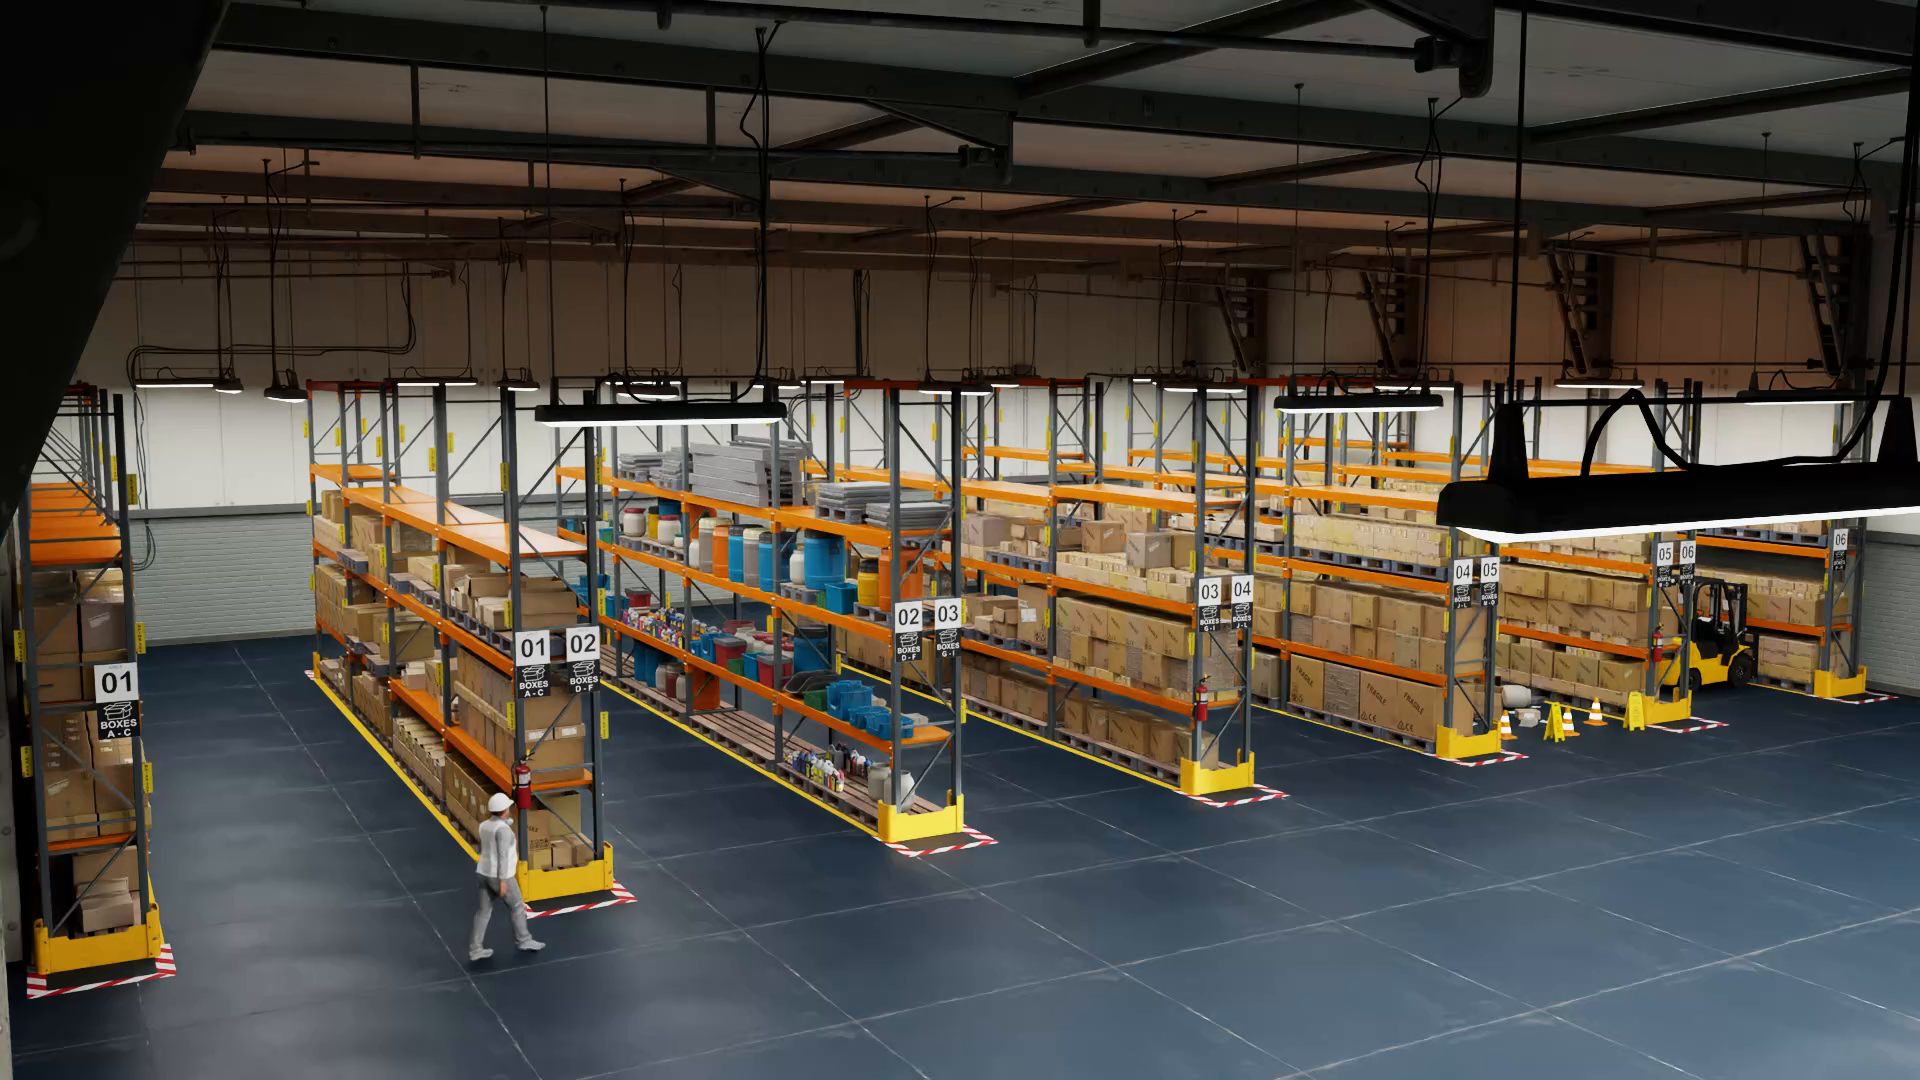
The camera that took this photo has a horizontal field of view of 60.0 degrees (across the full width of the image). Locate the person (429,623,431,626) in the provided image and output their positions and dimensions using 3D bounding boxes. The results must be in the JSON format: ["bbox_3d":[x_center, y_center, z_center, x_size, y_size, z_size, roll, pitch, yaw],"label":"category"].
[{"bbox_3d":[-12.037,1.556,37.145,0.670,1.683,0.660,-2,7,-21],"label":"person"}]

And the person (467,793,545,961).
[{"bbox_3d":[-4.923,3.572,17.769,0.574,1.755,0.850,5,8,37],"label":"person"}]
